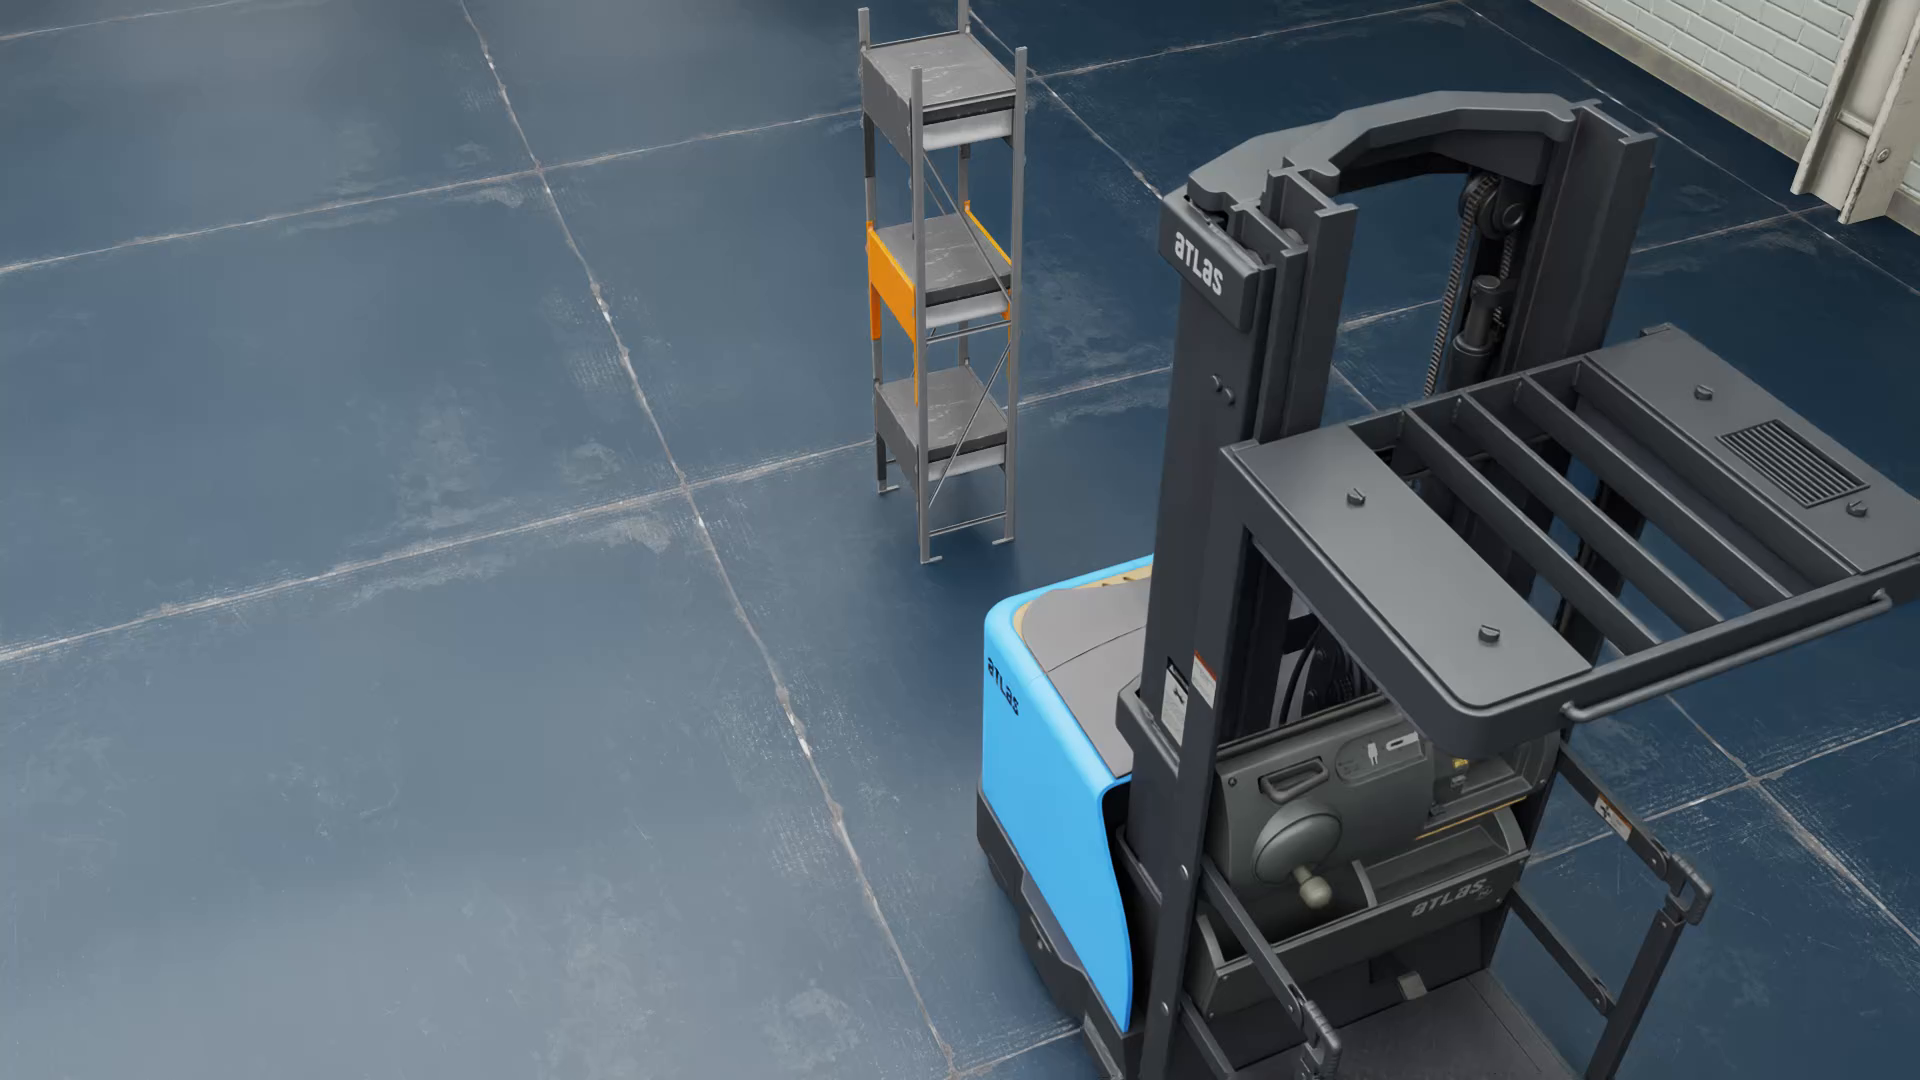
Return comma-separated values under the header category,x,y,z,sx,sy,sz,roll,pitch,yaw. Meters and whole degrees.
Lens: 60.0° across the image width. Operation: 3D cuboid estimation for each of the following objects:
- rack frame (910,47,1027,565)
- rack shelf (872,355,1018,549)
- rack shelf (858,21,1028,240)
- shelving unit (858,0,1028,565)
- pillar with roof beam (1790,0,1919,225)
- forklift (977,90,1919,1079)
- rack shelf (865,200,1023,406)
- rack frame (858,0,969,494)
category,x,y,z,sx,sy,sz,roll,pitch,yaw
rack frame,0.030,-0.749,6.010,0.400,2.100,0.015,-15,43,-17
rack shelf,-0.063,-0.355,6.647,0.431,0.518,0.480,-15,43,-17
rack shelf,-0.063,-1.416,5.734,0.431,0.518,0.480,-15,43,-17
shelving unit,-0.063,-0.896,6.181,0.431,2.100,0.503,-15,43,-17
pillar with roof beam,0.696,-4.137,4.659,9.100,9.000,0.400,-15,43,-17
forklift,1.108,0.646,3.751,1.130,2.935,3.031,-16,43,-18
rack shelf,-0.063,-0.885,6.190,0.431,0.518,0.480,-15,43,-17
rack frame,-0.157,-1.043,6.352,0.400,2.100,0.015,-15,43,-17
